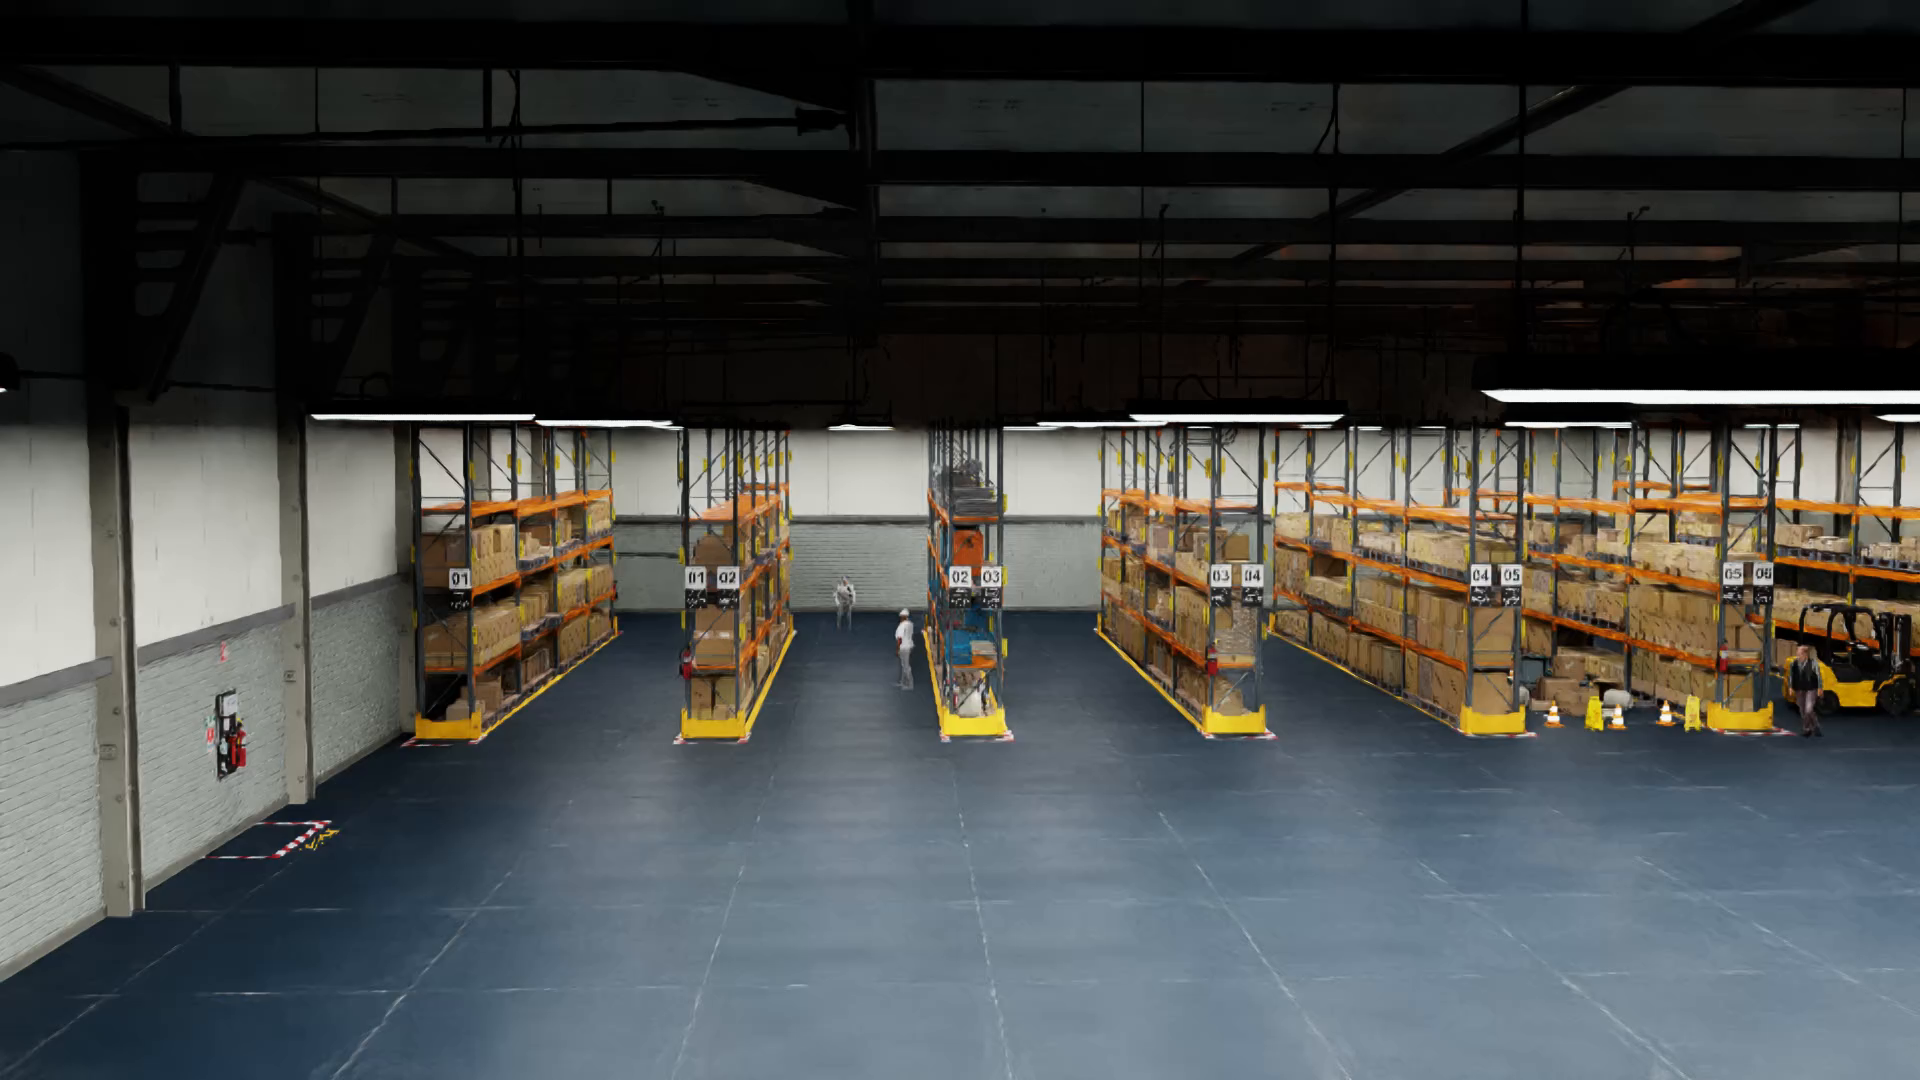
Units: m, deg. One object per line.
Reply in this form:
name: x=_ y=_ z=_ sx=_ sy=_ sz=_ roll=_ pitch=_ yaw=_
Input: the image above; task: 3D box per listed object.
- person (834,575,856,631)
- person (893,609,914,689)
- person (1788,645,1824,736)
person: x=-3.304 y=1.799 z=47.781 sx=0.639 sy=1.632 sz=0.506 roll=0 pitch=4 yaw=-5
person: x=-1.257 y=2.410 z=37.059 sx=0.585 sy=1.763 sz=0.682 roll=1 pitch=4 yaw=22
person: x=15.850 y=2.824 z=31.156 sx=0.478 sy=1.708 sz=0.641 roll=-3 pitch=5 yaw=-37
